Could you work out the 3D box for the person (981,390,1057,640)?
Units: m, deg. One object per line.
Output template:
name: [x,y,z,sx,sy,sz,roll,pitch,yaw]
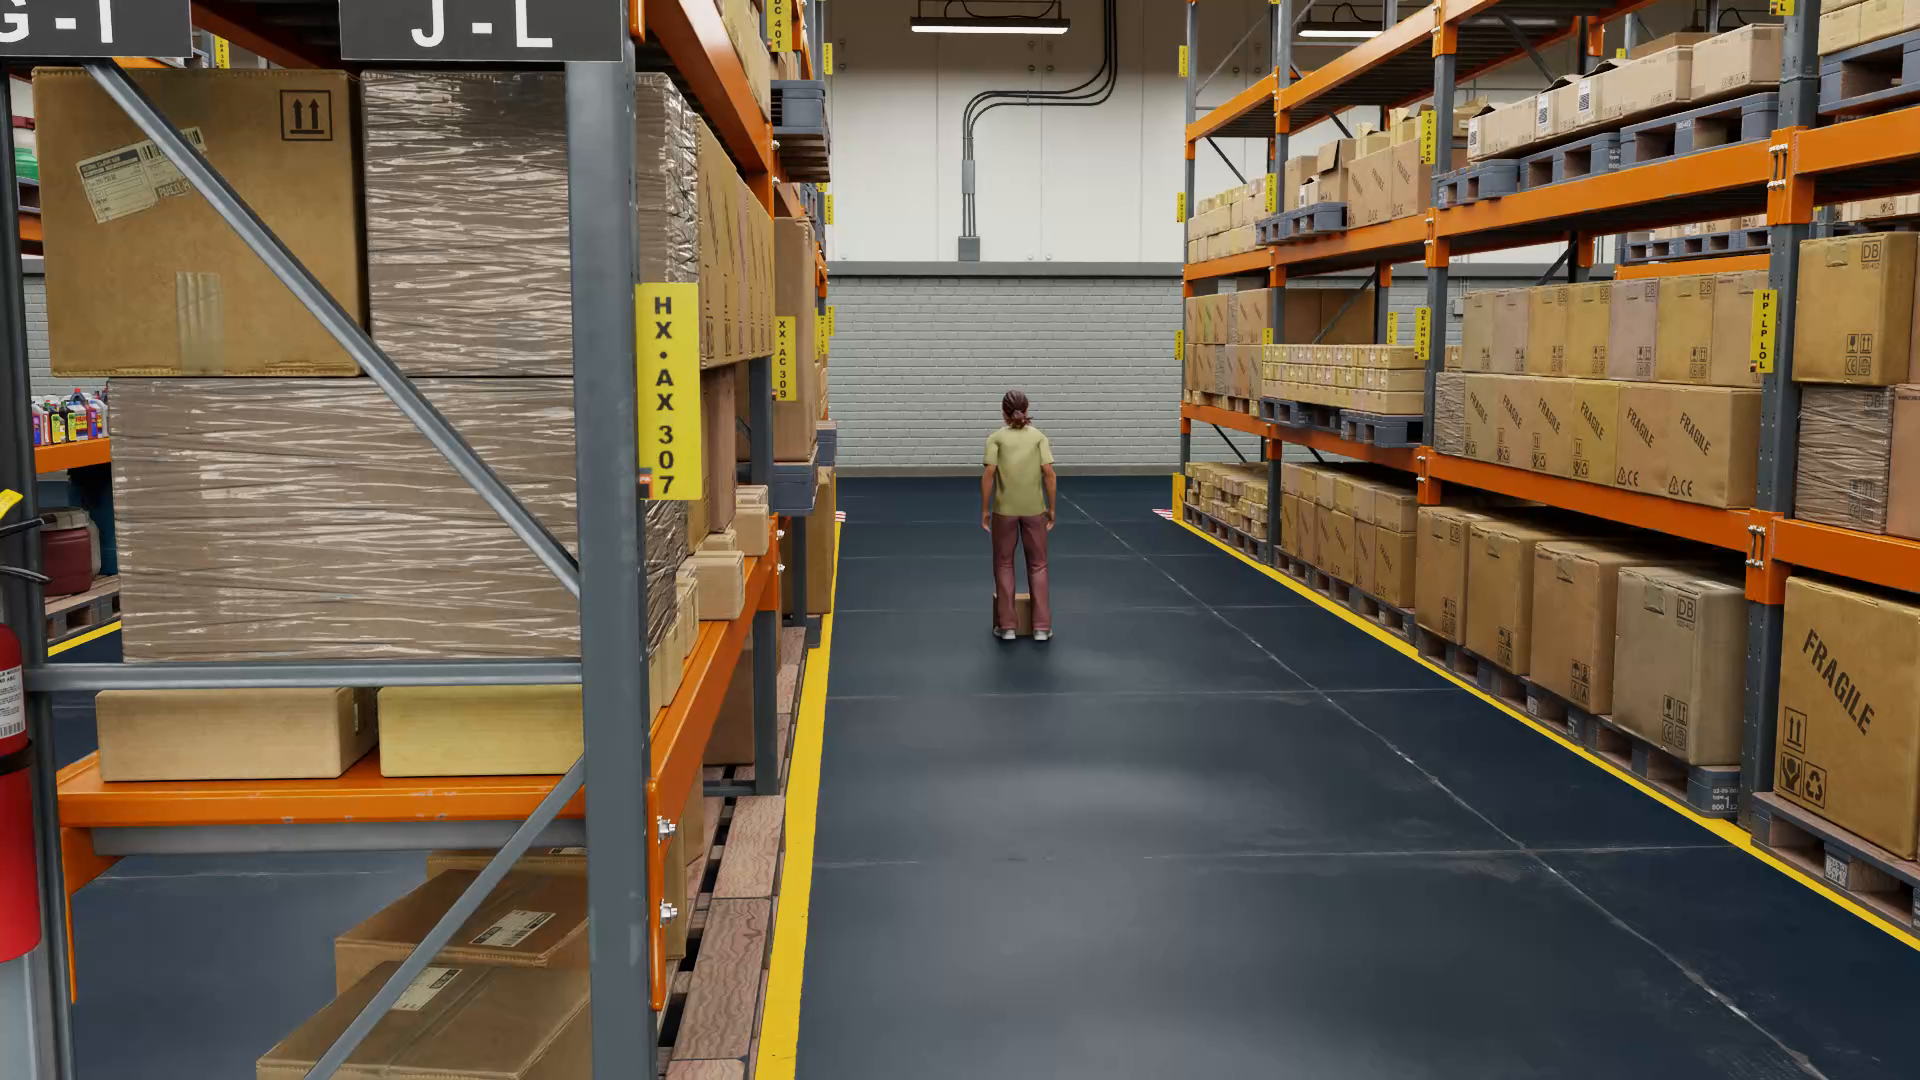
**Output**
person: [0.386,-0.168,11.135,0.502,1.673,0.405,-1,7,-4]
